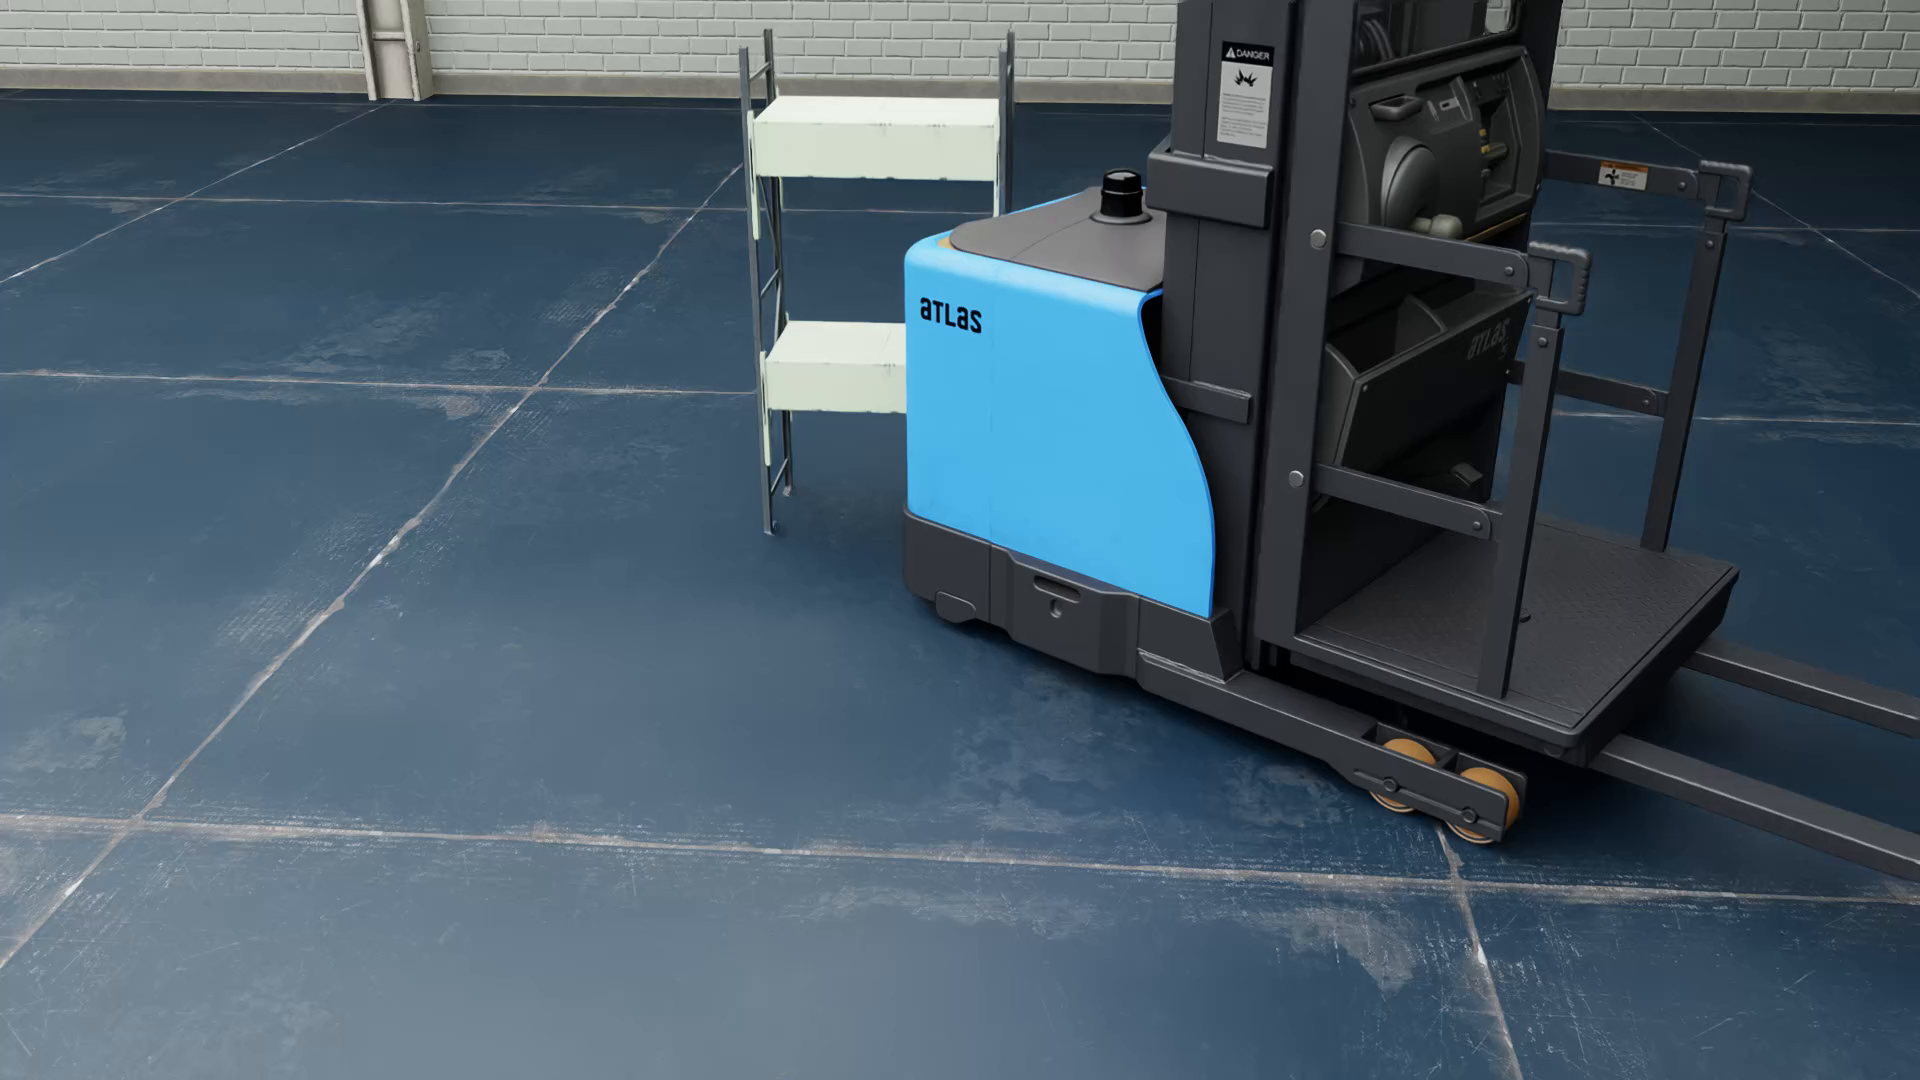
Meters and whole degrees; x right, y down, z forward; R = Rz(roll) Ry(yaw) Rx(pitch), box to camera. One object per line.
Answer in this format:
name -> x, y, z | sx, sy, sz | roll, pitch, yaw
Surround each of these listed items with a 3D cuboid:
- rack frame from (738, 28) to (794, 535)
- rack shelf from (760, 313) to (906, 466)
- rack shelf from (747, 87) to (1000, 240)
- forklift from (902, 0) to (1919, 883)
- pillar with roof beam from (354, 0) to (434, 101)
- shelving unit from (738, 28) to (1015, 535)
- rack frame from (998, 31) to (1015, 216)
rack frame -> -0.594, -0.781, 5.152 | 0.023, 1.500, 0.400 | 2, 25, 4
rack shelf -> -0.229, -0.471, 5.260 | 0.720, 0.370, 0.431 | 2, 25, 4
rack shelf -> -0.229, -1.122, 4.960 | 0.720, 0.370, 0.431 | 2, 25, 4
forklift -> 1.286, -0.896, 3.690 | 3.031, 2.935, 1.130 | 20, 31, 36
pillar with roof beam -> -4.514, -5.622, 6.702 | 0.400, 9.000, 9.100 | 2, 25, 4
shelving unit -> -0.229, -0.767, 5.123 | 0.755, 1.500, 0.431 | 2, 25, 4
rack frame -> 0.136, -0.754, 5.095 | 0.023, 1.500, 0.400 | 2, 25, 4
